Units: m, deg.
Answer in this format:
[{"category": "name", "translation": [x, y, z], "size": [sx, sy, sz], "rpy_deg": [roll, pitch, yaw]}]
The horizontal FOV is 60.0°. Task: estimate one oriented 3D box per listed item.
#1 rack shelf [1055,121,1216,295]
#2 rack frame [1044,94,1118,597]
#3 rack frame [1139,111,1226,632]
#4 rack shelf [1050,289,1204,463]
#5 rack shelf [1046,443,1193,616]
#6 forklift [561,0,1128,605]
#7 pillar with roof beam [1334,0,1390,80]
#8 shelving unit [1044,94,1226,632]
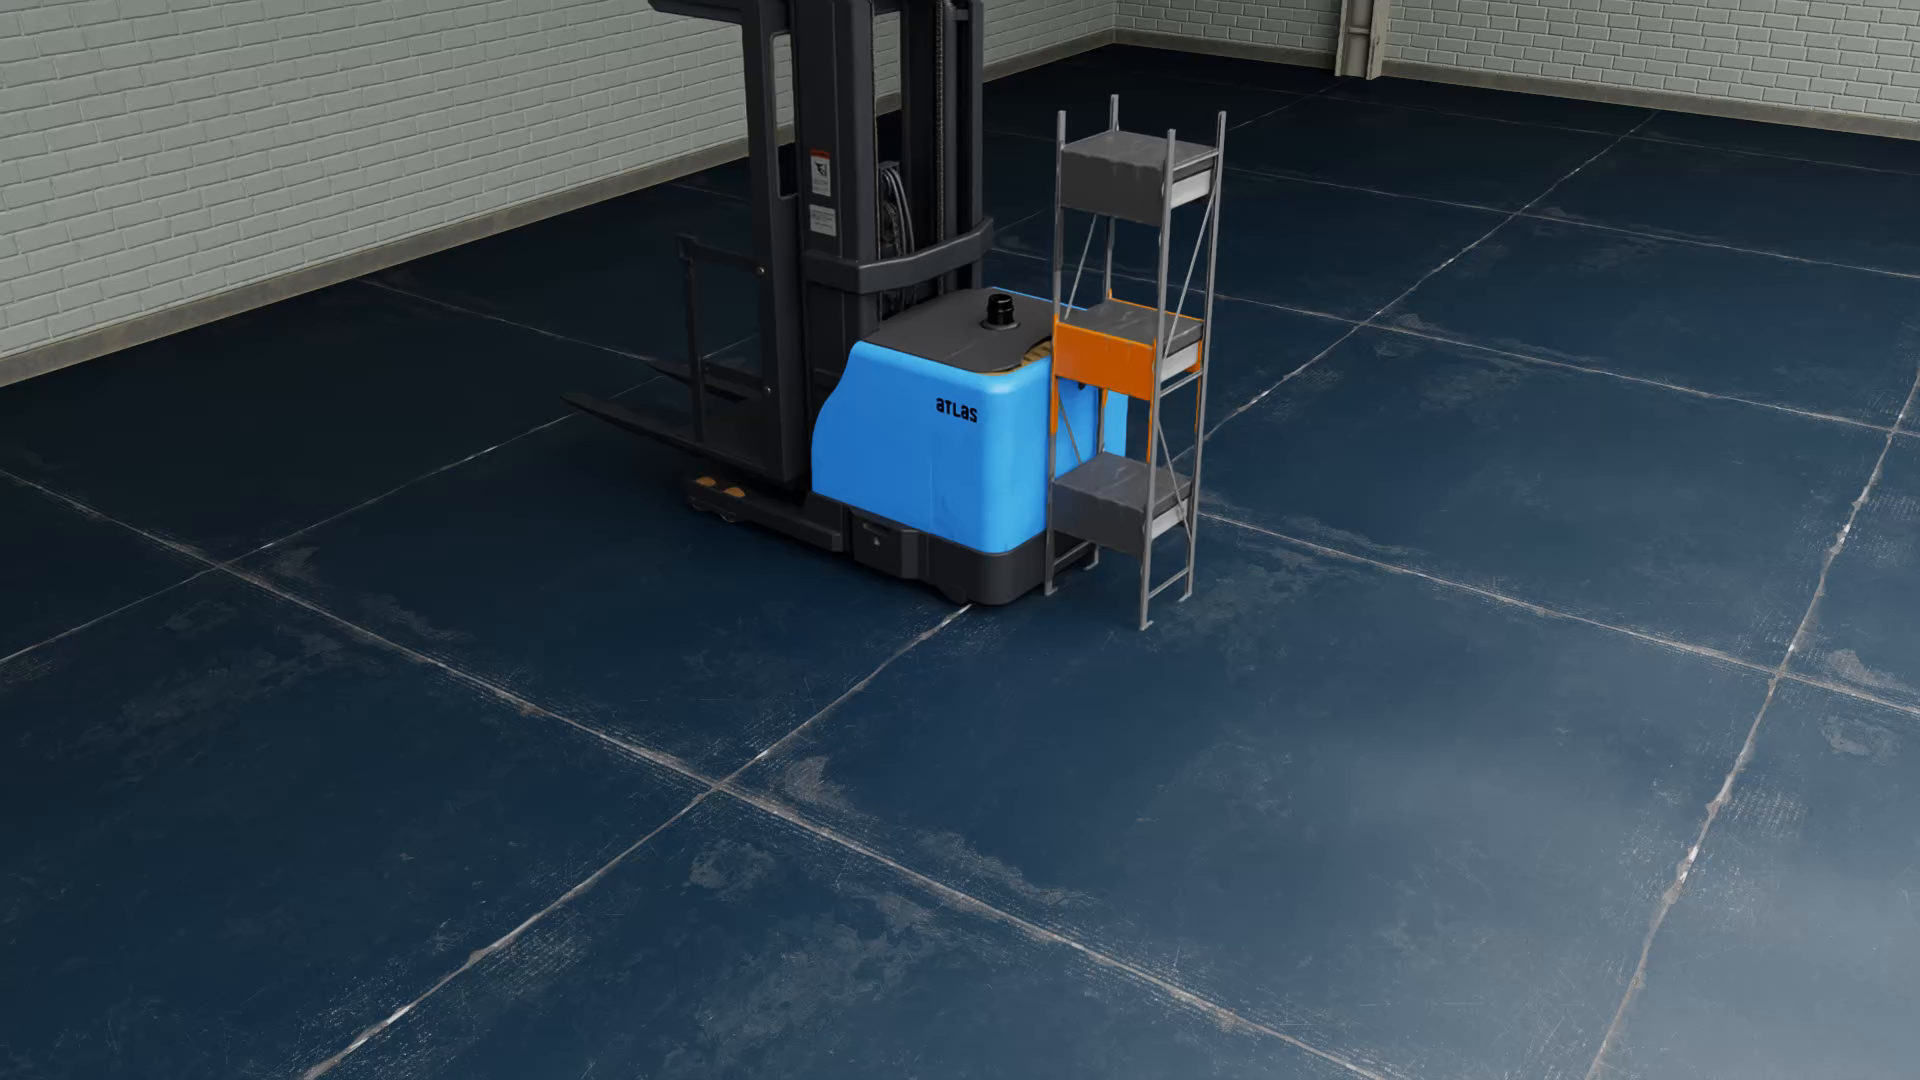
[{"category": "rack shelf", "translation": [0.691, -1.303, 6.481], "size": [0.480, 0.518, 0.431], "rpy_deg": [20, 33, 33]}, {"category": "rack frame", "translation": [0.499, -0.759, 6.927], "size": [0.015, 2.100, 0.400], "rpy_deg": [20, 33, 33]}, {"category": "rack frame", "translation": [0.882, -0.623, 6.658], "size": [0.015, 2.100, 0.400], "rpy_deg": [20, 33, 33]}, {"category": "rack shelf", "translation": [0.691, -0.679, 6.799], "size": [0.480, 0.518, 0.431], "rpy_deg": [20, 33, 33]}, {"category": "rack shelf", "translation": [0.691, -0.055, 7.116], "size": [0.480, 0.518, 0.431], "rpy_deg": [20, 33, 33]}, {"category": "forklift", "translation": [-0.705, -1.558, 7.579], "size": [3.031, 2.935, 1.130], "rpy_deg": [20, 33, 33]}, {"category": "pillar with roof beam", "translation": [1.679, -7.210, 11.996], "size": [0.400, 9.000, 9.100], "rpy_deg": [17, 32, 30]}, {"category": "shelving unit", "translation": [0.691, -0.691, 6.792], "size": [0.503, 2.100, 0.431], "rpy_deg": [20, 33, 33]}]
